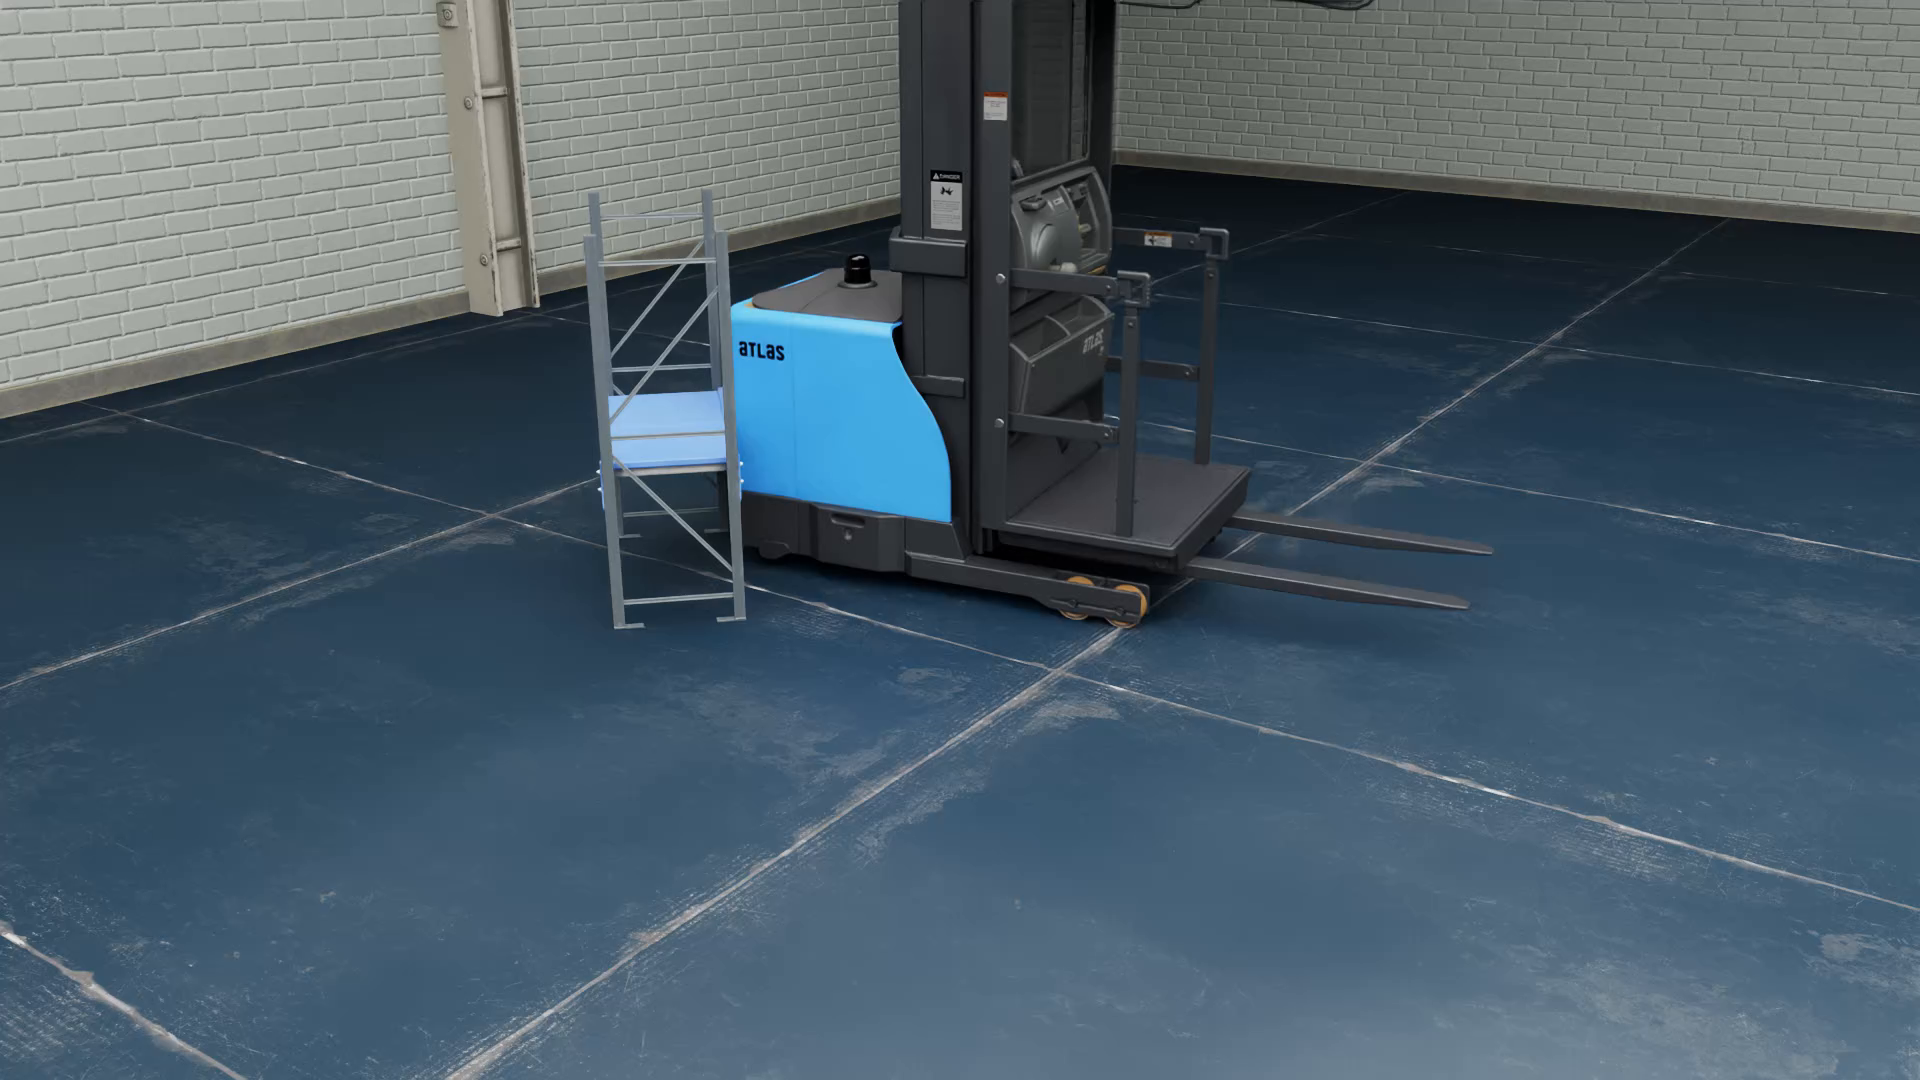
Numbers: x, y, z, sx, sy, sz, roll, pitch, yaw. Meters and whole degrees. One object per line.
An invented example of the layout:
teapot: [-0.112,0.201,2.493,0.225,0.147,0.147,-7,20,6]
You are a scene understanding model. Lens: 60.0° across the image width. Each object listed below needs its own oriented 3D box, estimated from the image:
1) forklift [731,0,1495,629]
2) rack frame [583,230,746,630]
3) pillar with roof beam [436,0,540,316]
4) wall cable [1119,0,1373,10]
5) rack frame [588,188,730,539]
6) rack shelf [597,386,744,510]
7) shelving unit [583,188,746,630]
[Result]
forklift: [0.585,-1.246,6.408,3.031,2.935,1.130,9,22,23]
rack frame: [-1.075,-0.382,6.136,0.500,1.500,0.032,-4,21,-10]
pillar with roof beam: [0.370,-5.001,7.814,9.100,9.000,0.400,13,24,32]
wall cable: [2.932,-6.693,16.864,3.097,2.526,0.112,13,24,32]
rack frame: [-1.269,-0.728,7.072,0.500,1.500,0.032,-4,21,-10]
rack shelf: [-1.172,-0.386,6.666,0.538,0.185,1.000,-4,21,-10]
shelving unit: [-1.172,-0.555,6.604,0.538,1.500,1.048,-4,21,-10]
